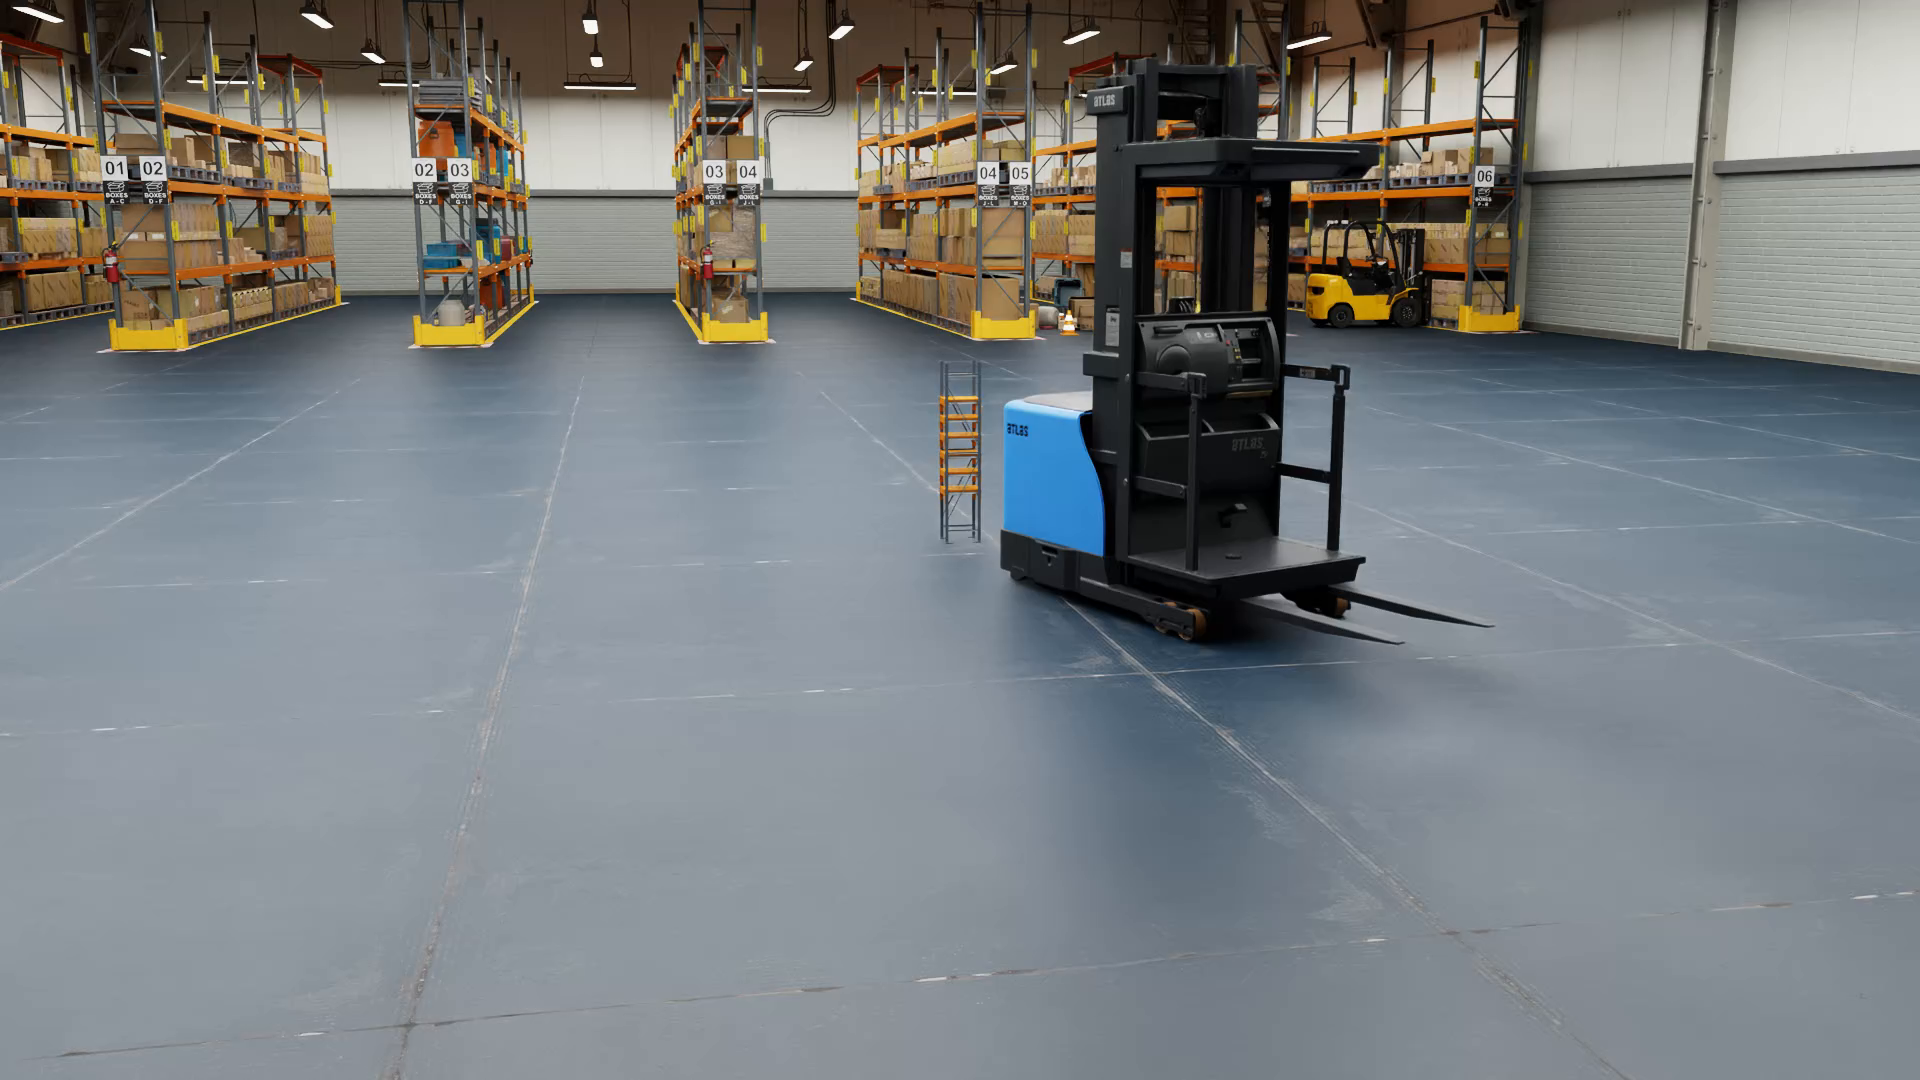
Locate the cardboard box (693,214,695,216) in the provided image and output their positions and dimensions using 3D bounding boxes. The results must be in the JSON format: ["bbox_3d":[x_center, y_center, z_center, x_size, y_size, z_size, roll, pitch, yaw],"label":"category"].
[{"bbox_3d":[-5.767,-7.244,38.282,0.797,0.503,0.637,-2,11,-9],"label":"cardboard box"}]

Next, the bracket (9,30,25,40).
[{"bbox_3d":[-21.551,-11.509,37.972,0.235,0.232,0.430,-2,11,-11],"label":"bracket"}]

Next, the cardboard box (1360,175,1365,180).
[{"bbox_3d":[9.214,-8.171,37.364,0.380,0.149,0.250,-2,11,-11],"label":"cardboard box"}]

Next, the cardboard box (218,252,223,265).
[{"bbox_3d":[-14.720,-5.489,32.414,0.500,0.250,0.500,-1,11,-7],"label":"cardboard box"}]

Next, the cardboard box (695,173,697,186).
[{"bbox_3d":[-4.833,-6.953,32.084,0.500,0.250,0.500,-3,11,-13],"label":"cardboard box"}]

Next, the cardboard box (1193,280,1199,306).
[{"bbox_3d":[5.028,-5.010,33.722,0.500,0.500,0.500,-2,11,-12],"label":"cardboard box"}]

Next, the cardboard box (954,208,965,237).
[{"bbox_3d":[0.362,-6.233,32.633,0.875,0.550,0.500,-2,11,-11],"label":"cardboard box"}]

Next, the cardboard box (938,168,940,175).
[{"bbox_3d":[-0.241,-7.522,33.952,0.380,0.149,0.250,-2,11,-12],"label":"cardboard box"}]

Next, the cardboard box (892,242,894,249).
[{"bbox_3d":[-1.400,-6.978,39.387,0.380,0.149,0.250,-2,11,-10],"label":"cardboard box"}]

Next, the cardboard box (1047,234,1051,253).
[{"bbox_3d":[2.656,-8.068,45.298,0.500,0.500,0.500,-2,11,-9],"label":"cardboard box"}]

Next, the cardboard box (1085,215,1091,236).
[{"bbox_3d":[3.433,-7.831,41.378,0.500,0.500,0.500,-2,11,-12],"label":"cardboard box"}]

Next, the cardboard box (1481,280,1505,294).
[{"bbox_3d":[10.596,-5.083,33.438,0.500,0.250,0.500,-2,11,-12],"label":"cardboard box"}]

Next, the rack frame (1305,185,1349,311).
[{"bbox_3d":[8.948,-7.109,40.523,1.000,3.000,0.127,-2,11,-11],"label":"rack frame"}]

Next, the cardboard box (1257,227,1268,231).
[{"bbox_3d":[8.145,-7.906,43.321,0.700,0.500,0.500,-2,11,-10],"label":"cardboard box"}]

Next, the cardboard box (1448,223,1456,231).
[{"bbox_3d":[10.072,-6.304,33.500,0.380,0.149,0.250,-2,11,-10],"label":"cardboard box"}]

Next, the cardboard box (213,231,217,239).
[{"bbox_3d":[-14.272,-5.754,31.404,0.380,0.149,0.250,-2,11,-12],"label":"cardboard box"}]

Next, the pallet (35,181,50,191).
[{"bbox_3d":[-20.615,-7.729,36.263,1.003,0.211,1.213,-2,11,-8],"label":"pallet"}]

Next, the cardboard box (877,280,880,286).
[{"bbox_3d":[-1.947,-6.662,43.085,0.380,0.149,0.250,-2,11,-10],"label":"cardboard box"}]

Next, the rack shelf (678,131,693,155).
[{"bbox_3d":[-6.030,-9.331,39.148,1.077,0.370,4.000,-2,11,-11],"label":"rack shelf"}]

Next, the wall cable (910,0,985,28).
[{"bbox_3d":[-0.377,-15.265,51.287,2.355,3.000,0.029,-2,11,-11],"label":"wall cable"}]

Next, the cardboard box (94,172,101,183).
[{"bbox_3d":[-21.063,-8.740,40.080,0.500,0.250,0.500,-2,11,-13],"label":"cardboard box"}]

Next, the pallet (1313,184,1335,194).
[{"bbox_3d":[9.168,-8.368,39.623,1.213,0.211,1.003,-2,11,-8],"label":"pallet"}]

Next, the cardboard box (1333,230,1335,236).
[{"bbox_3d":[8.991,-7.220,39.104,0.380,0.149,0.250,-2,11,-10],"label":"cardboard box"}]

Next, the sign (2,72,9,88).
[{"bbox_3d":[-19.687,-9.493,34.296,0.100,0.325,0.005,-2,11,-11],"label":"sign"}]

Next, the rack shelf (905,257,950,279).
[{"bbox_3d":[-0.367,-6.009,36.668,1.077,0.370,4.000,-2,11,-11],"label":"rack shelf"}]

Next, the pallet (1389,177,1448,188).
[{"bbox_3d":[9.917,-7.650,35.579,1.003,0.211,1.213,-2,11,-11],"label":"pallet"}]

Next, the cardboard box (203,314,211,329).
[{"bbox_3d":[-13.979,-3.977,30.302,0.500,0.250,0.500,-2,11,-11],"label":"cardboard box"}]

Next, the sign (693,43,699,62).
[{"bbox_3d":[-4.633,-8.567,29.219,0.100,0.325,0.005,-2,11,-11],"label":"sign"}]

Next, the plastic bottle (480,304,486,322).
[{"bbox_3d":[-9.213,-4.366,32.022,0.144,0.351,0.185,-2,11,-11],"label":"plastic bottle"}]

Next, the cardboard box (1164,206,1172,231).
[{"bbox_3d":[4.731,-6.792,35.120,0.700,0.500,0.500,-2,11,-12],"label":"cardboard box"}]

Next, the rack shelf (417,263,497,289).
[{"bbox_3d":[-9.332,-4.933,31.017,1.077,0.370,4.000,-2,11,-11],"label":"rack shelf"}]

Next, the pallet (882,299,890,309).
[{"bbox_3d":[-1.381,-5.950,41.893,1.003,0.211,1.213,-2,11,-11],"label":"pallet"}]

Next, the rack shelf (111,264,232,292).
[{"bbox_3d":[-14.192,-4.754,30.074,1.077,0.370,4.000,-2,11,-11],"label":"rack shelf"}]

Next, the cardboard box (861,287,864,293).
[{"bbox_3d":[-2.524,-6.894,45.898,0.380,0.149,0.250,-2,11,-10],"label":"cardboard box"}]

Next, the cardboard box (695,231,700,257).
[{"bbox_3d":[-4.773,-5.851,32.852,0.875,0.500,0.500,-2,11,-11],"label":"cardboard box"}]

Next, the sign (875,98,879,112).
[{"bbox_3d":[-2.070,-10.891,41.640,0.100,0.325,0.005,-2,11,-11],"label":"sign"}]

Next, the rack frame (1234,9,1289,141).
[{"bbox_3d":[5.636,-8.407,31.301,1.000,3.000,0.127,-2,11,-11],"label":"rack frame"}]

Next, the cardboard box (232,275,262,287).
[{"bbox_3d":[-15.786,-5.737,36.821,0.500,0.250,0.500,-2,11,-9],"label":"cardboard box"}]

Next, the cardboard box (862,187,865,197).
[{"bbox_3d":[-2.377,-9.408,44.980,0.500,0.250,0.500,-2,11,-9],"label":"cardboard box"}]

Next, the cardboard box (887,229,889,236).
[{"bbox_3d":[-1.550,-7.415,40.087,0.380,0.149,0.250,-2,11,-8],"label":"cardboard box"}]

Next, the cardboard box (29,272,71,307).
[{"bbox_3d":[-20.566,-5.633,37.397,0.750,0.750,0.750,-2,11,-9],"label":"cardboard box"}]

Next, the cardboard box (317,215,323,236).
[{"bbox_3d":[-16.254,-7.862,41.538,0.500,0.500,0.500,-2,11,-9],"label":"cardboard box"}]

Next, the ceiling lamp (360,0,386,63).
[{"bbox_3d":[-13.323,-12.700,38.245,0.800,3.185,2.000,-2,11,-11],"label":"ceiling lamp"}]

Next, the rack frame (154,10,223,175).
[{"bbox_3d":[-14.581,-8.421,31.373,1.000,3.000,0.127,-2,11,-11],"label":"rack frame"}]

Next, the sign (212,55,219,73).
[{"bbox_3d":[-14.032,-8.973,31.353,0.100,0.325,0.005,-2,11,-11],"label":"sign"}]

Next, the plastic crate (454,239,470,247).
[{"bbox_3d":[-10.485,-6.111,35.109,0.402,0.464,0.583,-2,11,-11],"label":"plastic crate"}]

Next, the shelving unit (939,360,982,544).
[{"bbox_3d":[0.003,-0.587,11.070,0.258,1.200,0.189,-2,11,-11],"label":"shelving unit"}]

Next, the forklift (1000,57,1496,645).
[{"bbox_3d":[1.454,-1.024,8.740,1.130,2.935,3.031,-7,13,-32],"label":"forklift"}]

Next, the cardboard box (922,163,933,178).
[{"bbox_3d":[-0.535,-7.994,36.000,0.500,0.311,0.500,-3,11,-13],"label":"cardboard box"}]

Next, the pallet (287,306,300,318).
[{"bbox_3d":[-15.701,-5.199,37.949,1.003,0.211,1.213,-2,11,-11],"label":"pallet"}]

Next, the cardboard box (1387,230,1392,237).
[{"bbox_3d":[9.530,-6.675,36.241,0.380,0.149,0.250,-2,11,-12],"label":"cardboard box"}]

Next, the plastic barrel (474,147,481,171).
[{"bbox_3d":[-10.553,-7.948,35.571,0.600,0.901,0.600,0,11,0],"label":"plastic barrel"}]

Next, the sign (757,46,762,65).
[{"bbox_3d":[-3.553,-8.564,29.416,0.100,0.325,0.005,-2,11,-11],"label":"sign"}]

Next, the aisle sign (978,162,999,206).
[{"bbox_3d":[0.519,-6.515,30.450,0.394,0.787,0.004,-2,11,-11],"label":"aisle sign"}]
